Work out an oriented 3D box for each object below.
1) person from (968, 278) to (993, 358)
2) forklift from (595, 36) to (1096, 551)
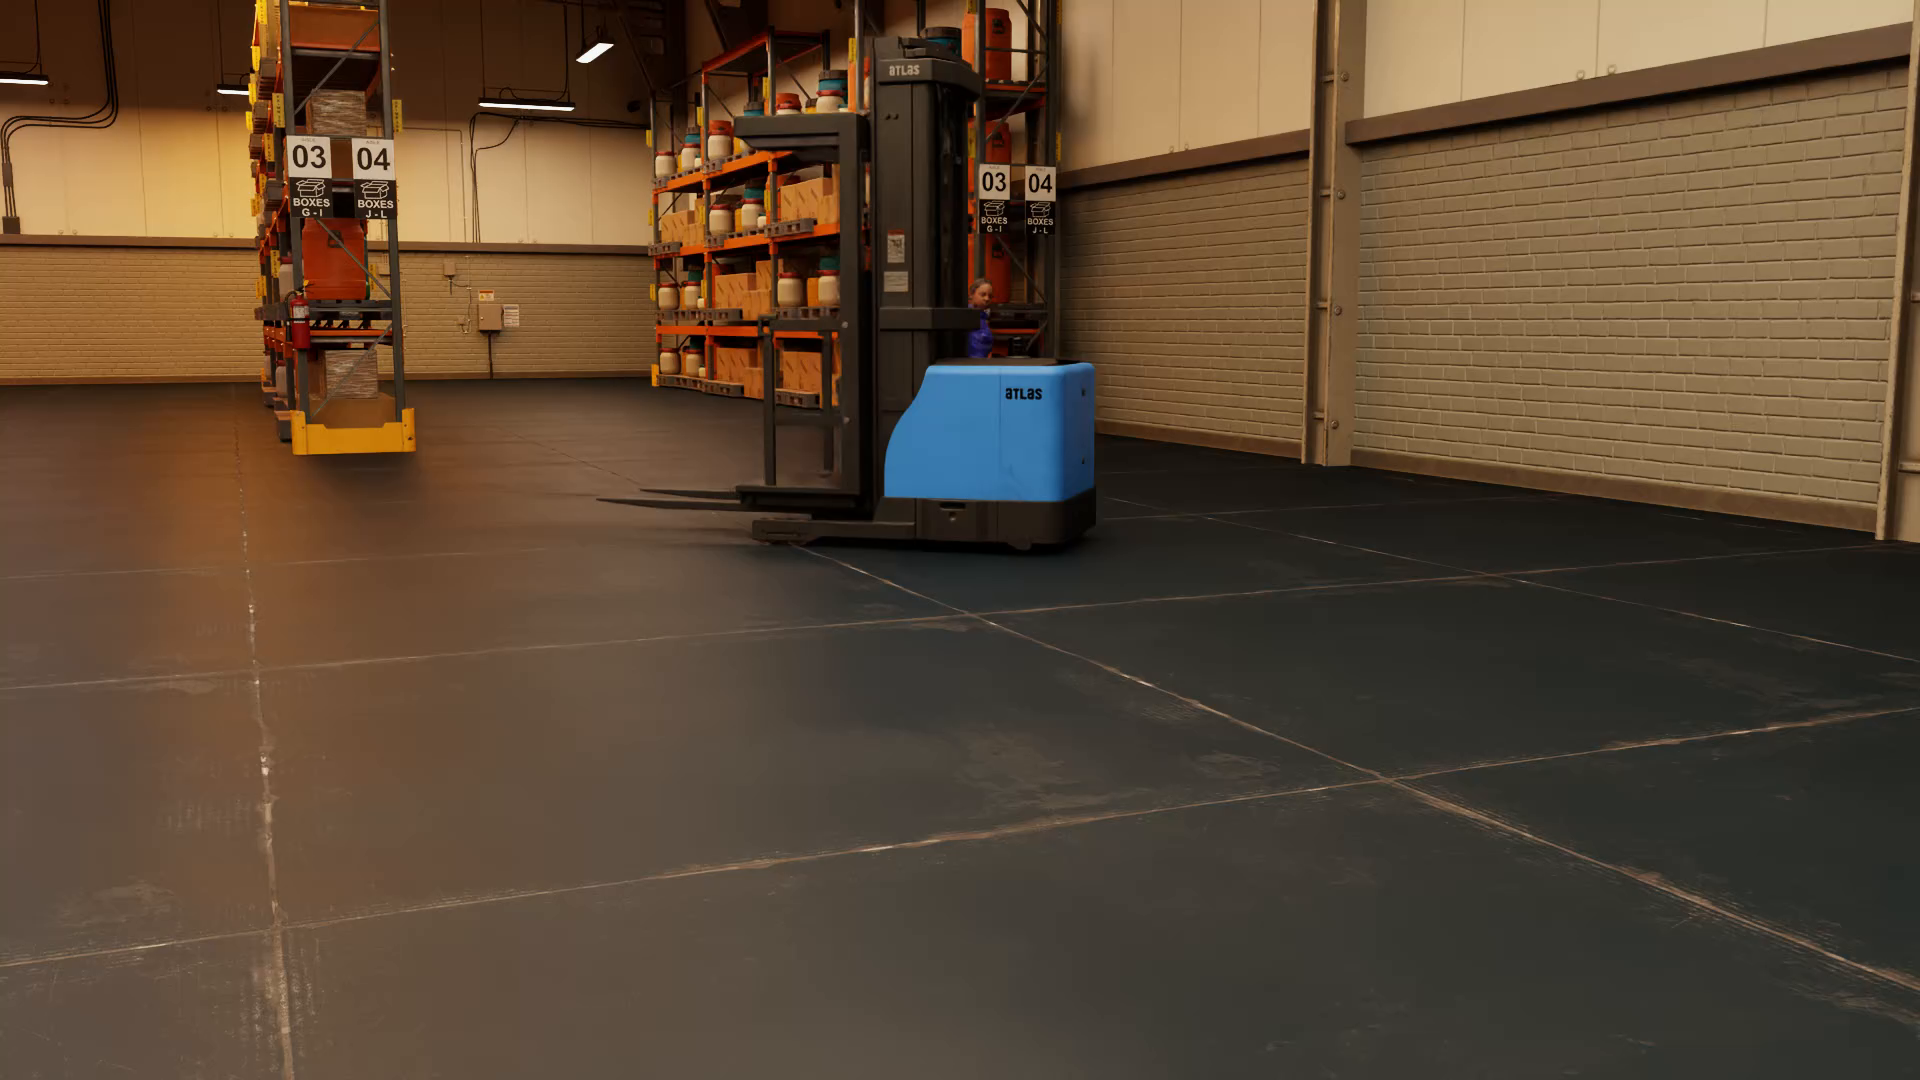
[{"bbox_3d":[0.182,-1.111,12.310,0.474,1.644,0.658,0,8,3],"label":"person"},{"bbox_3d":[-0.736,-1.475,10.129,3.031,2.935,1.130,2,8,16],"label":"forklift"}]
